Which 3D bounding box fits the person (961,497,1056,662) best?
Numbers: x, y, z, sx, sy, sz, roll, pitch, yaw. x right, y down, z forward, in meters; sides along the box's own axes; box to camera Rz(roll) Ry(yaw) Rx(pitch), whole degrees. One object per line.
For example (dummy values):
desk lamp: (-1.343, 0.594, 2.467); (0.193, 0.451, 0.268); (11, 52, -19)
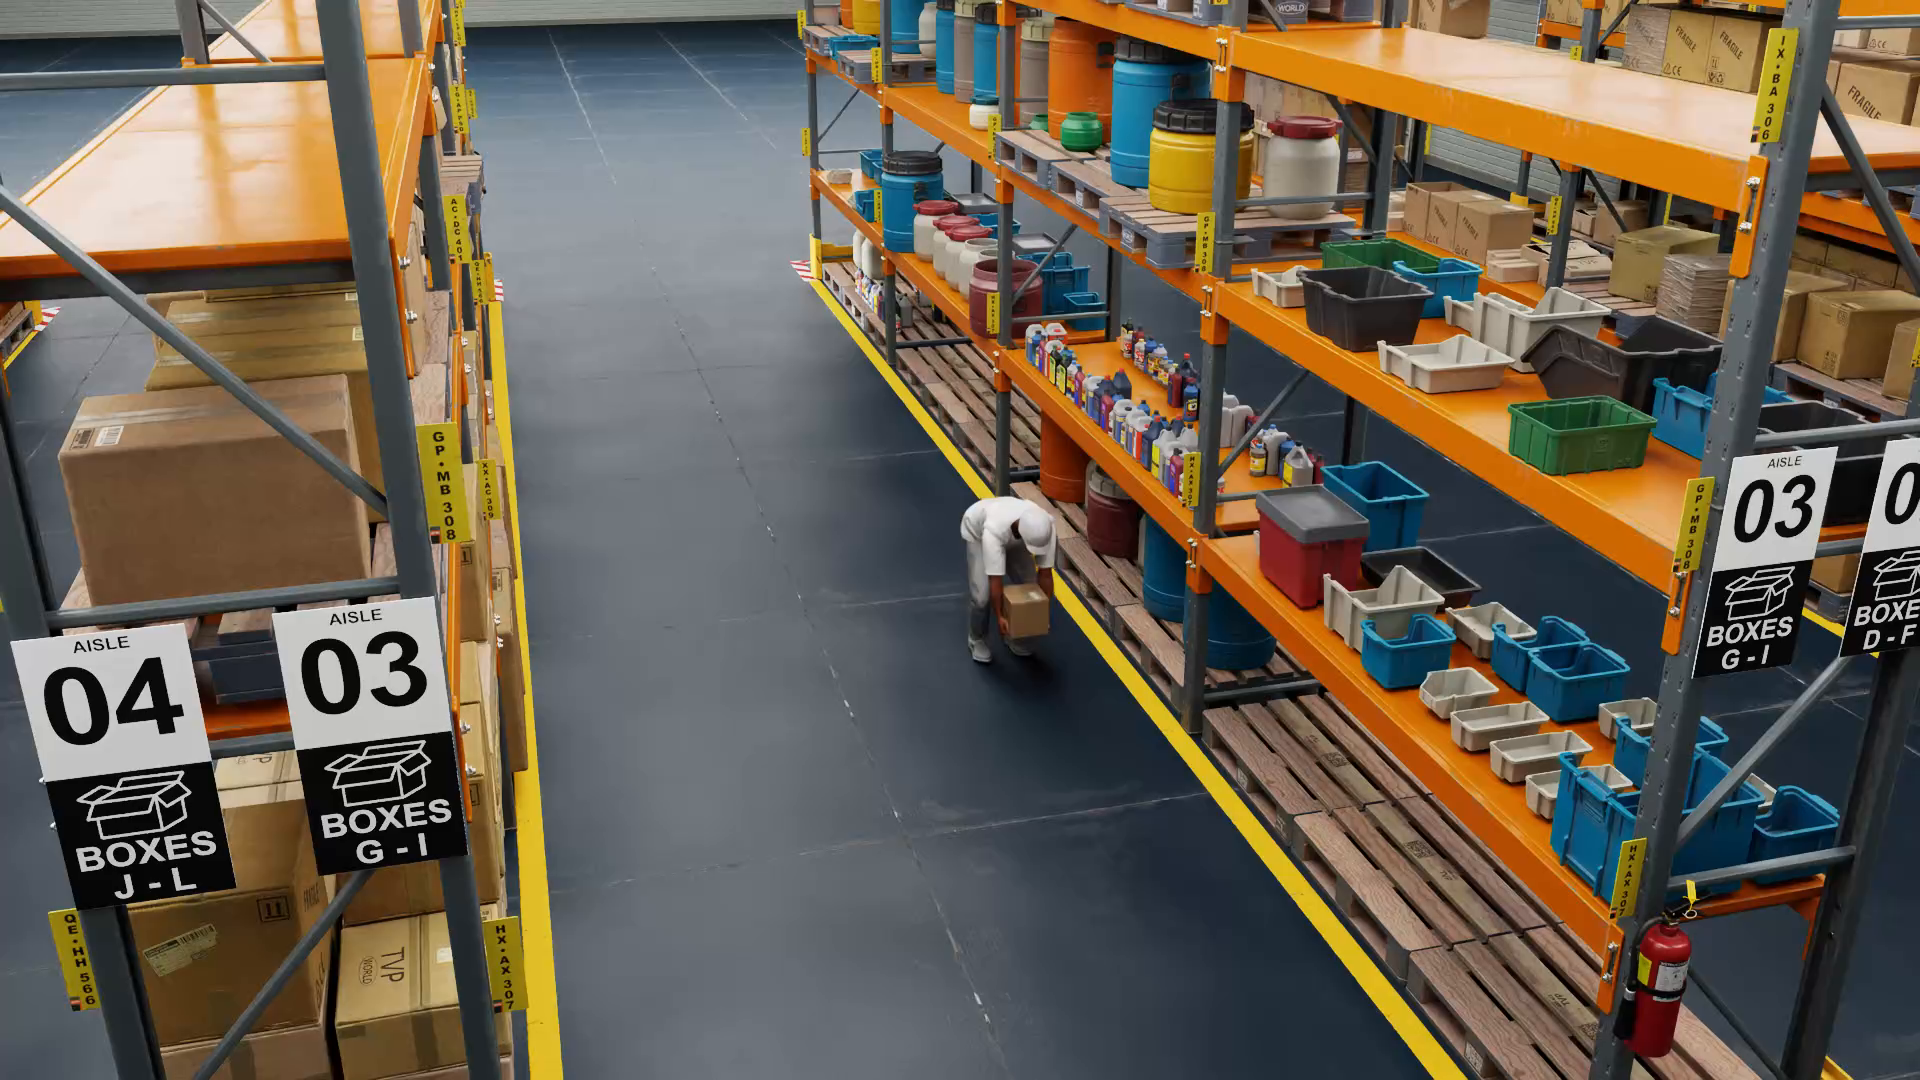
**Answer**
person: (0.340, 0.251, 10.722); (0.498, 1.231, 0.946); (-8, 24, -19)
